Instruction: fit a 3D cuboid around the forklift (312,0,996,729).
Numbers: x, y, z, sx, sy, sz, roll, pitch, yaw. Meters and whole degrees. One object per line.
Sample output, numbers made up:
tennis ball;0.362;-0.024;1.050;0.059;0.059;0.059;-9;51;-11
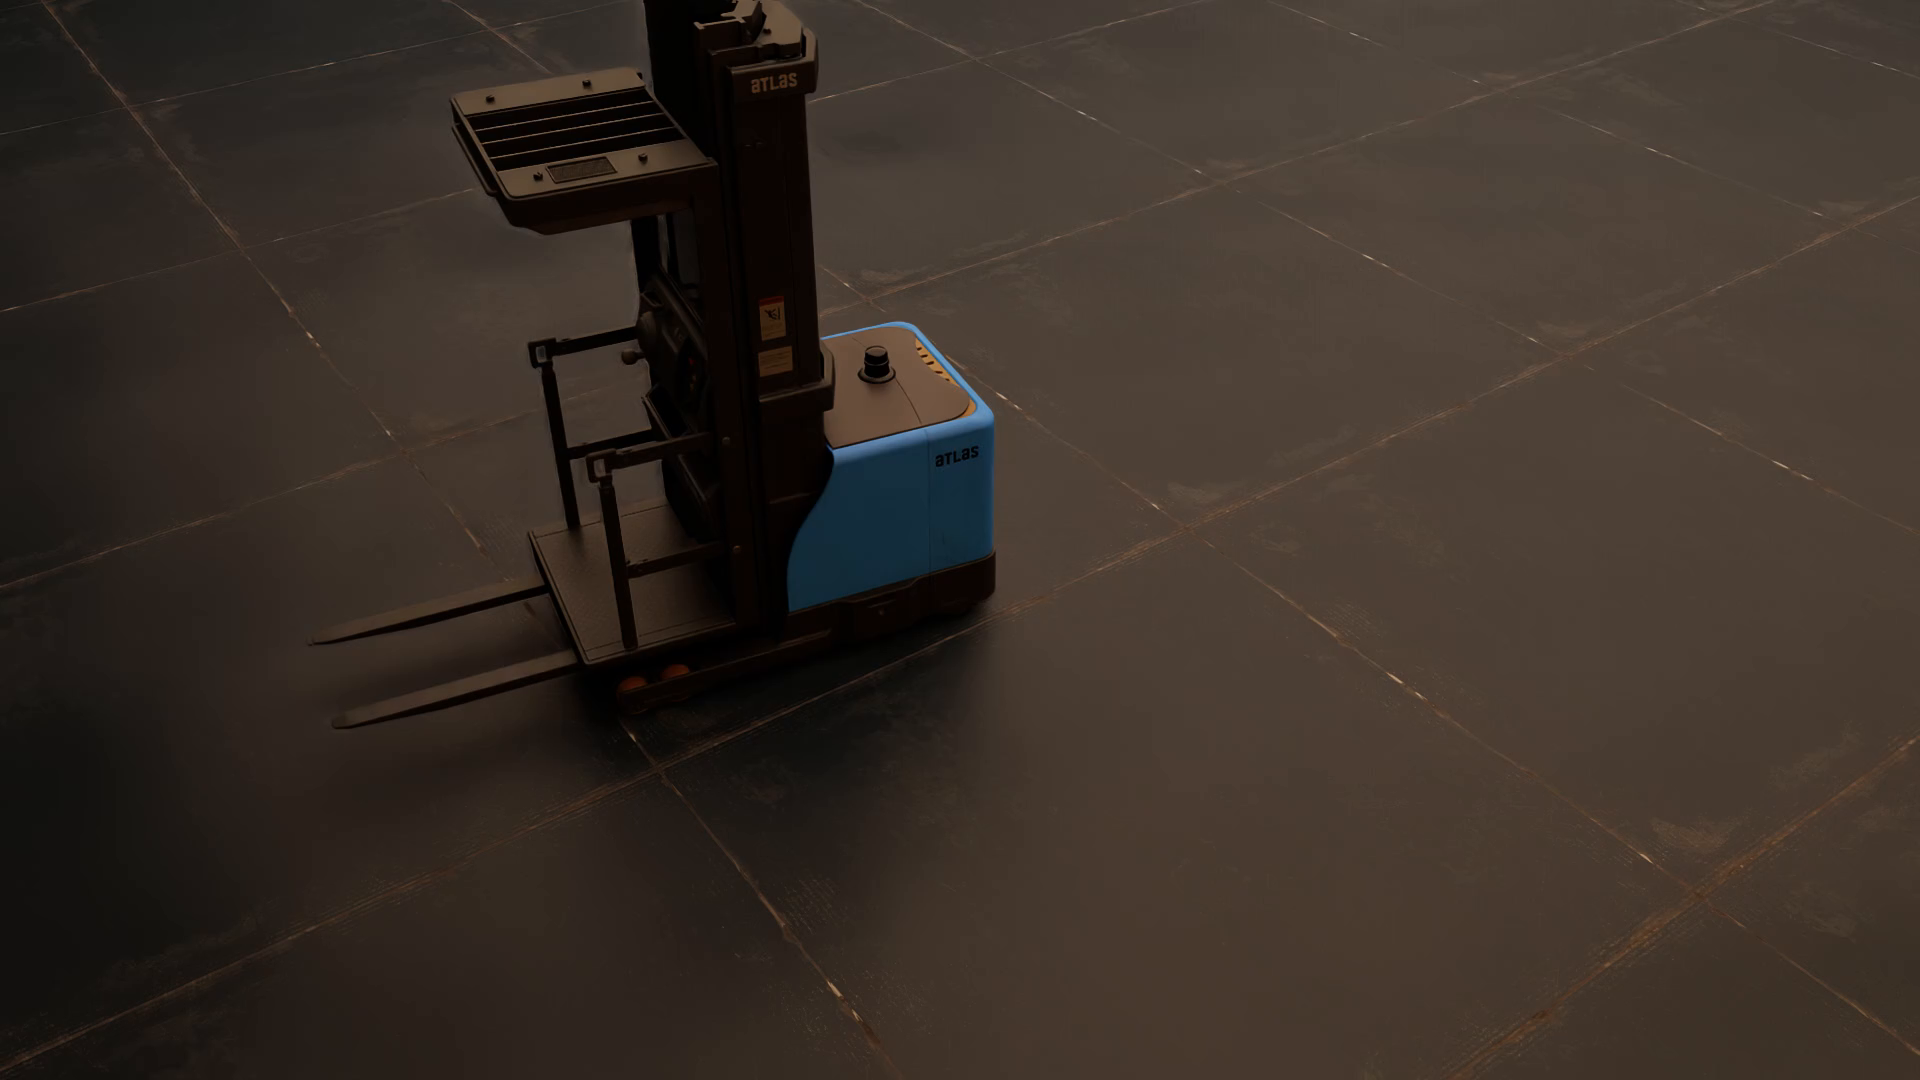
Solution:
forklift;-1.391;-0.767;6.982;3.031;2.935;1.130;-15;39;-20

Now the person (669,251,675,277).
person;-1.381;-1.770;9.571;0.963;1.575;0.628;14;39;18
